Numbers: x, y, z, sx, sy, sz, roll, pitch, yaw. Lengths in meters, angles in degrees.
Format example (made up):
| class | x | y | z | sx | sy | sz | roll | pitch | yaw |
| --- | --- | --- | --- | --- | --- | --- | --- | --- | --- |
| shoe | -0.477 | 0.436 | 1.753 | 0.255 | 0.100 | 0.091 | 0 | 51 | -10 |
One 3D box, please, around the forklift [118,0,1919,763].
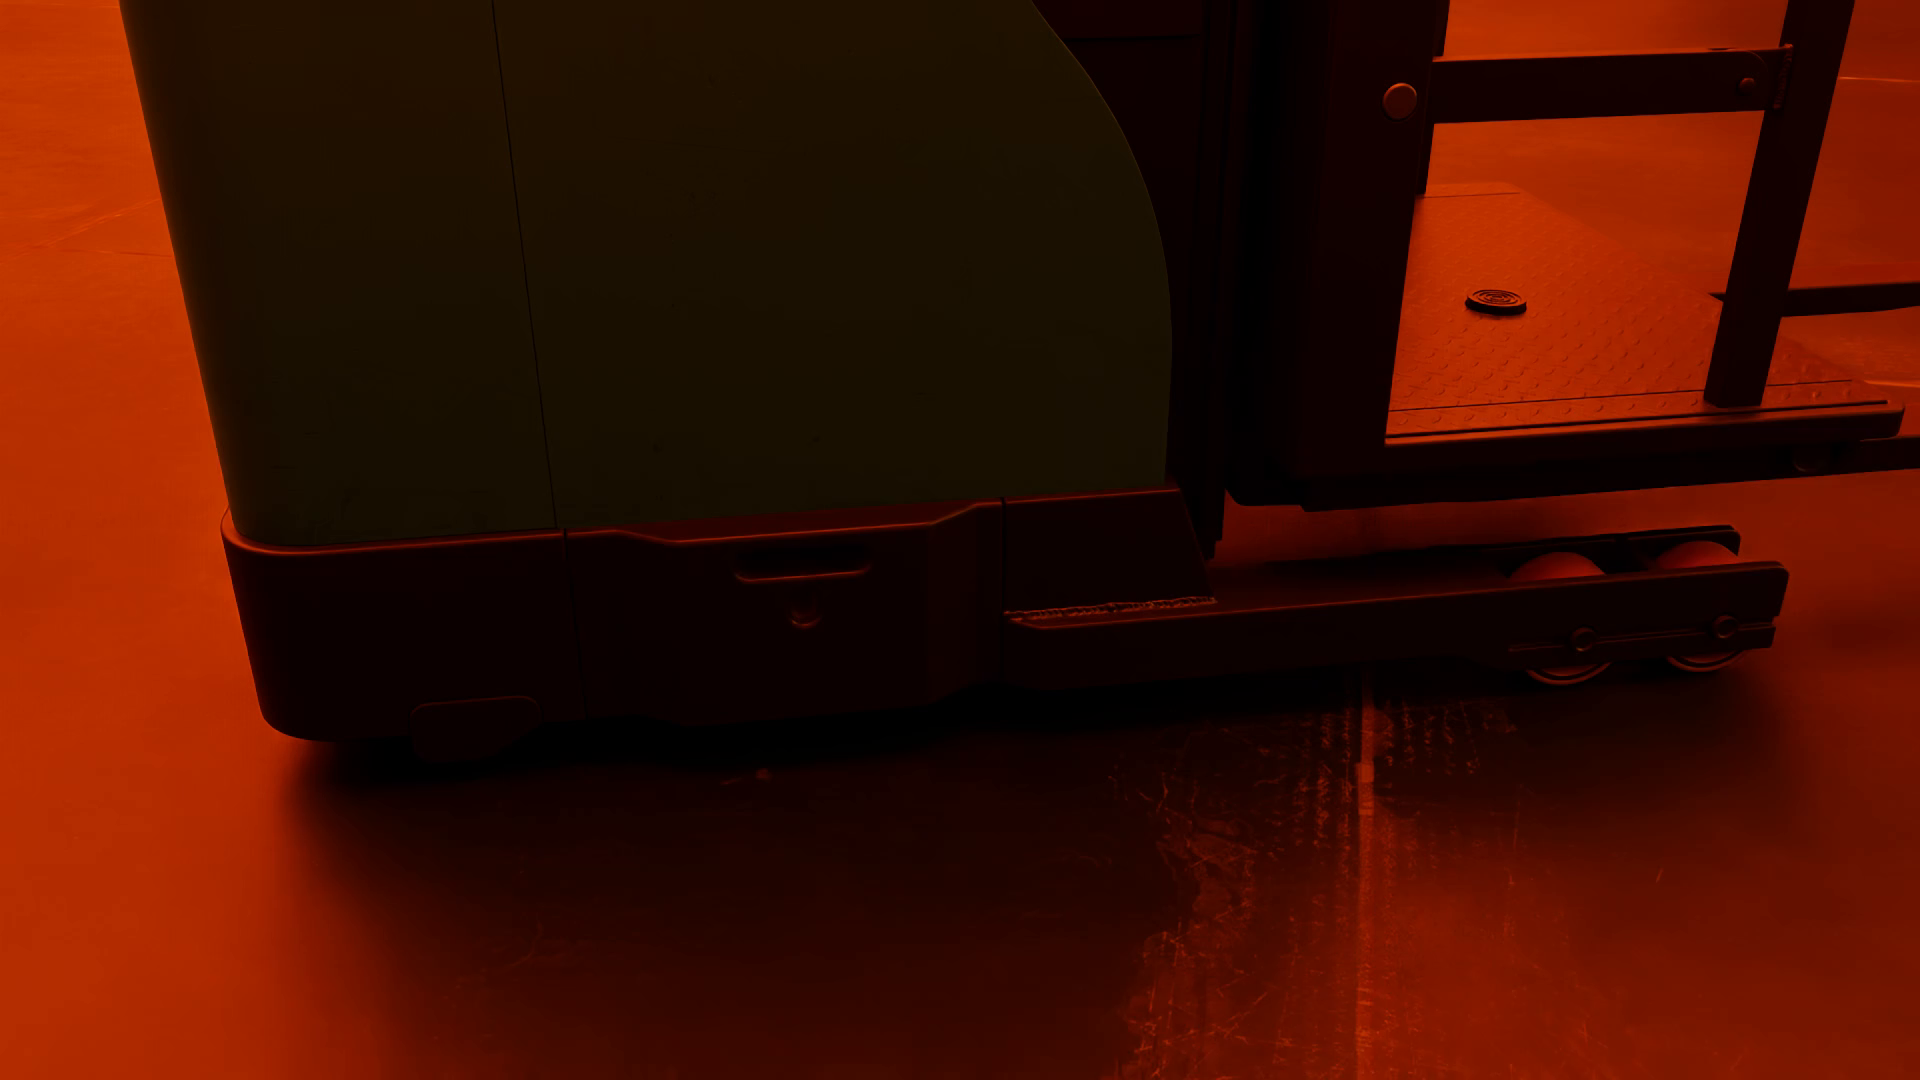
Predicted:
| class | x | y | z | sx | sy | sz | roll | pitch | yaw |
| --- | --- | --- | --- | --- | --- | --- | --- | --- | --- |
| forklift | 0.600 | -1.354 | 1.930 | 3.031 | 2.935 | 1.130 | -4 | 27 | -9 |
